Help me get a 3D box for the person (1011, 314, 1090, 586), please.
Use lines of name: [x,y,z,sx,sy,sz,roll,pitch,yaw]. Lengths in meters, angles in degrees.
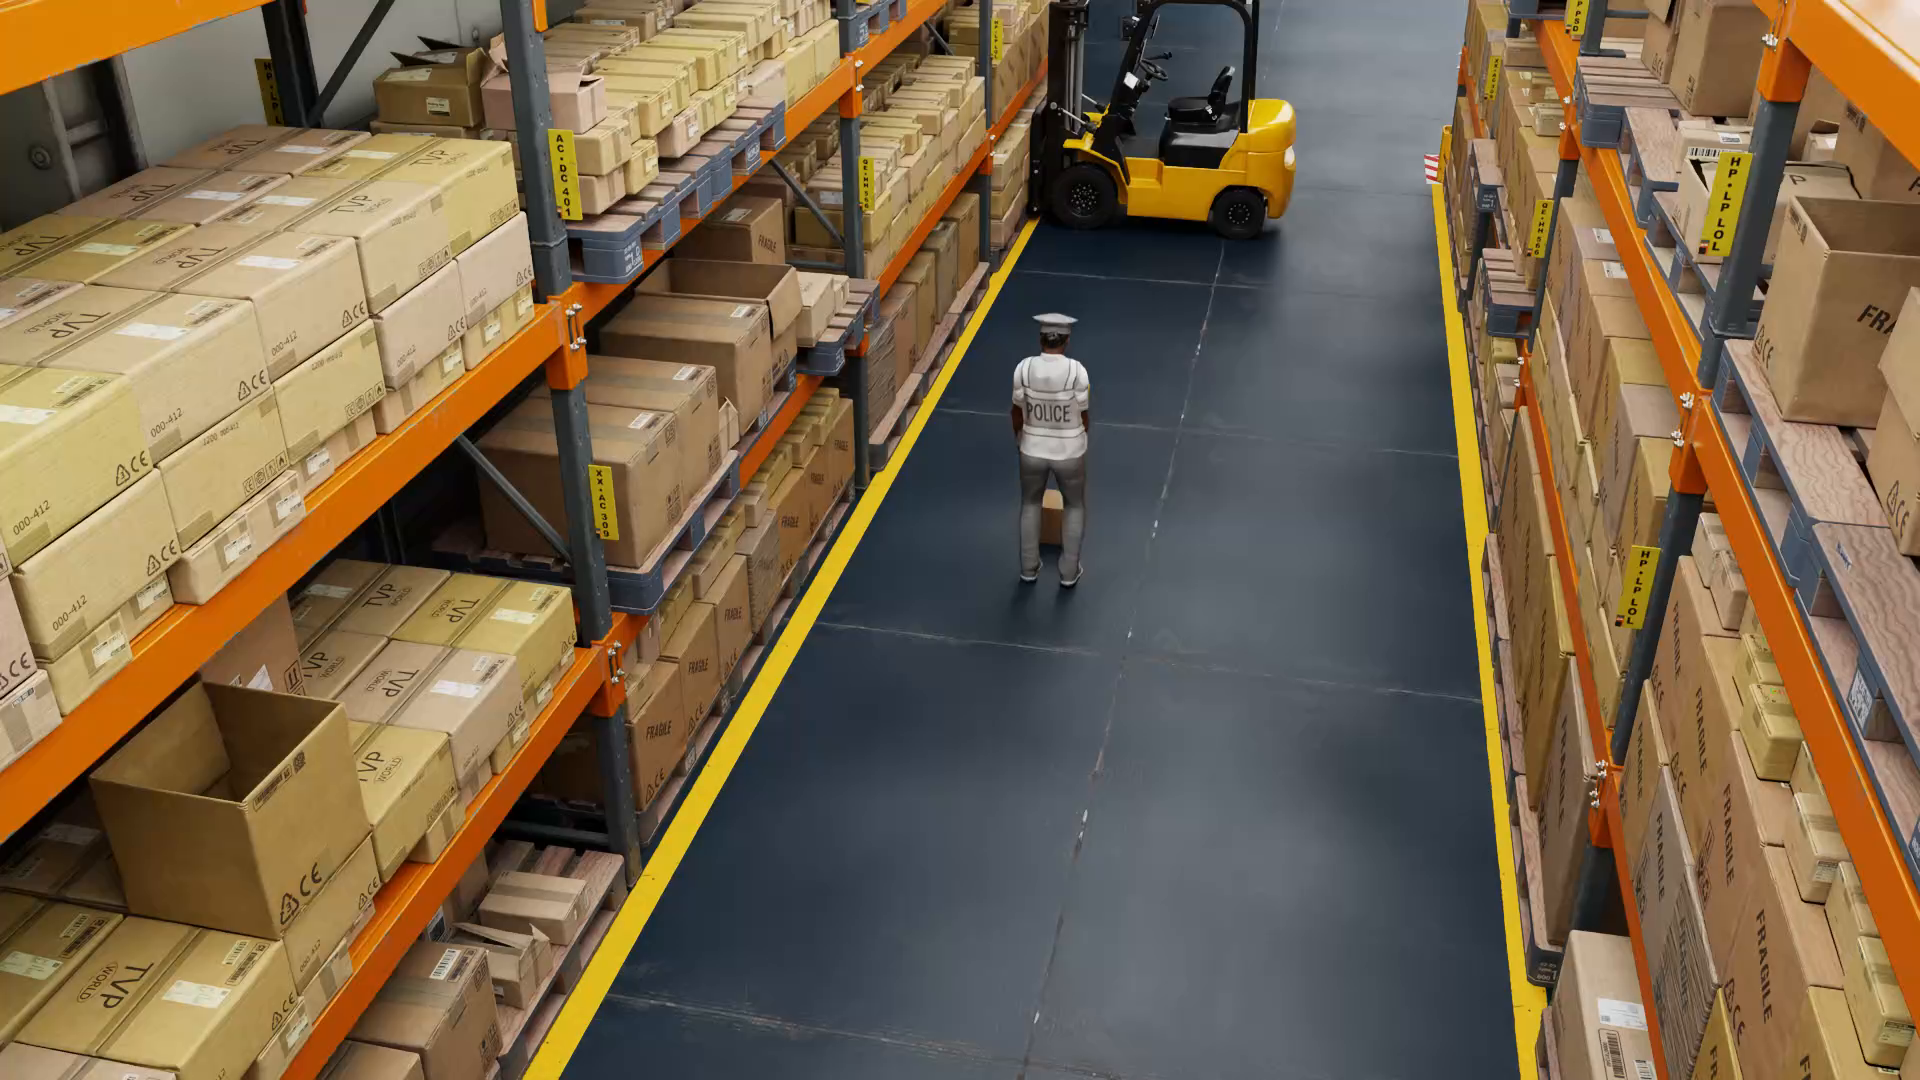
person: [0.513,-0.506,9.566,0.451,1.637,0.410,7,30,12]
